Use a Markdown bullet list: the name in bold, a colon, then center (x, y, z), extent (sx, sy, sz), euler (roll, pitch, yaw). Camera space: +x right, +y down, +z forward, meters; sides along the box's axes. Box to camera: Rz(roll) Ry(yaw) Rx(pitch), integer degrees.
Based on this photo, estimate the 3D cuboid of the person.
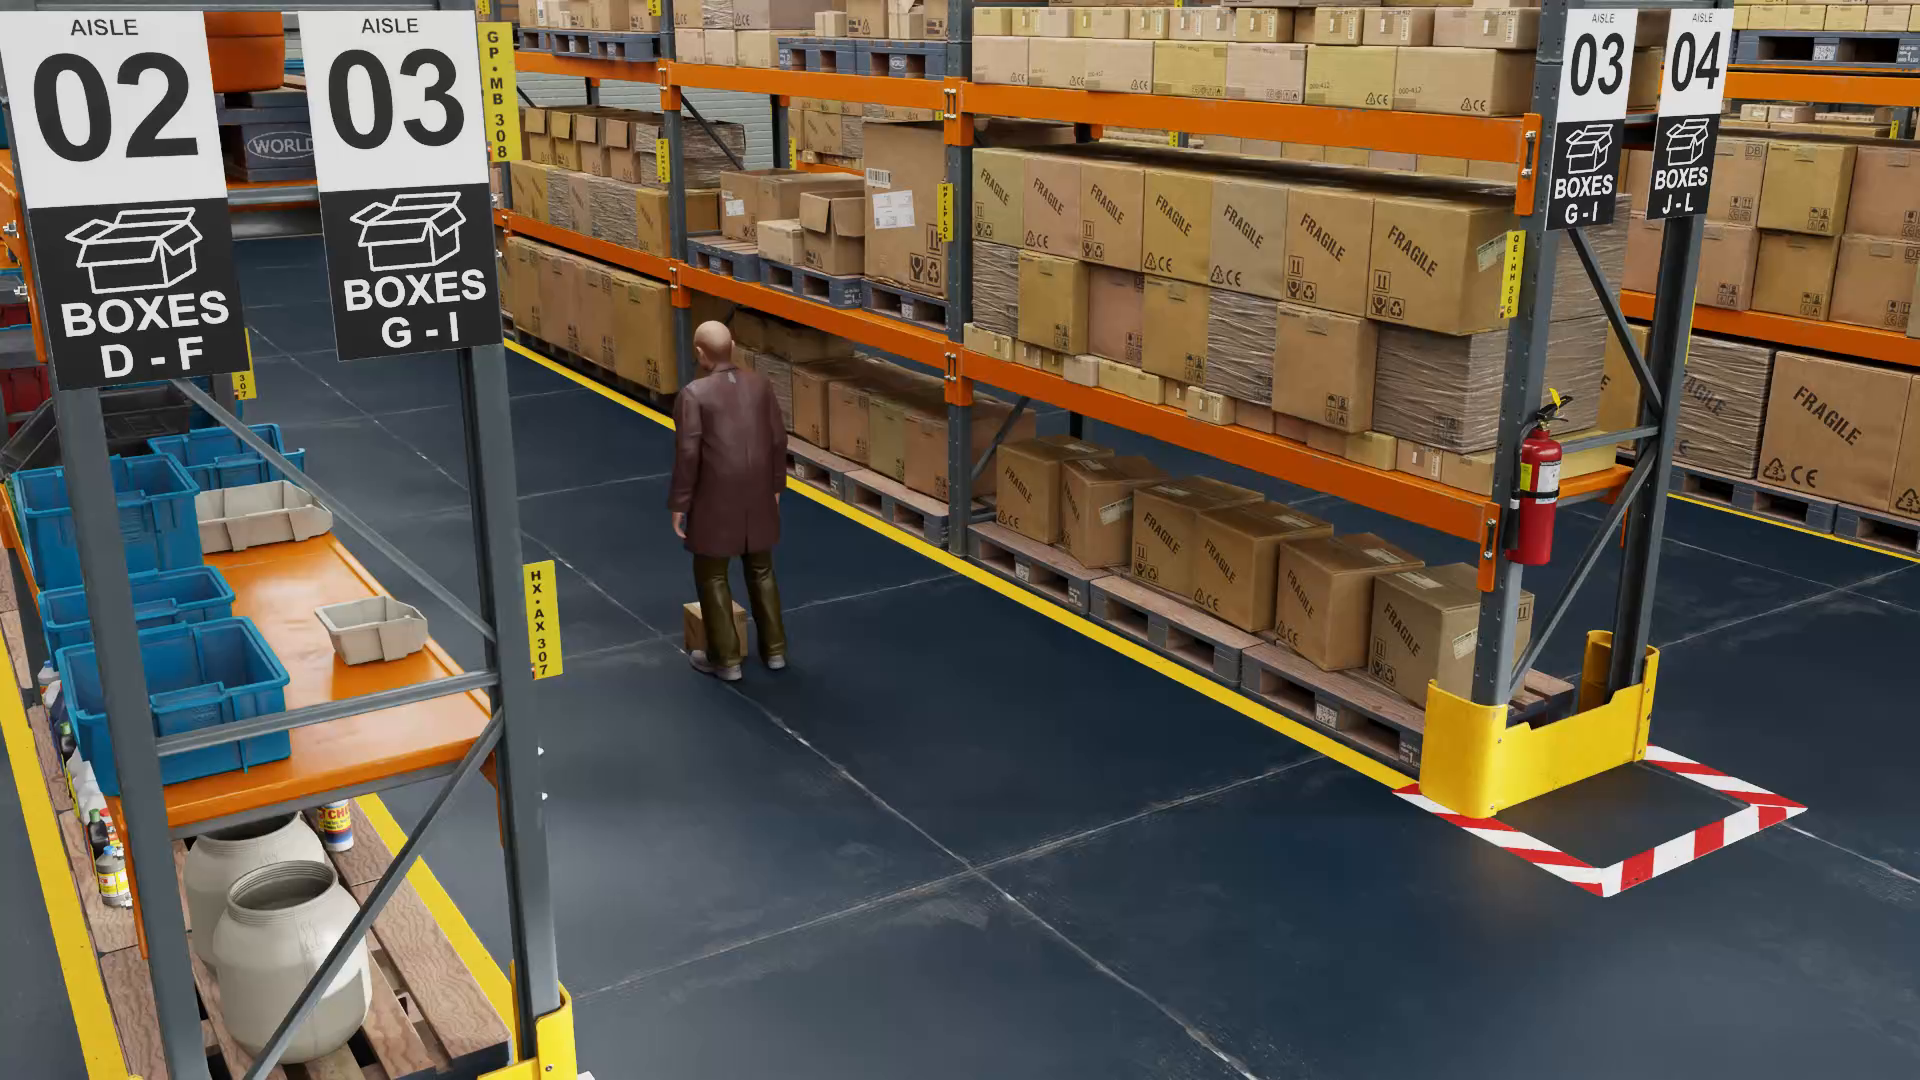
- **person**: center (-1.138, -0.193, 8.180), extent (0.653, 1.774, 0.423), euler (-13, 22, -35)
